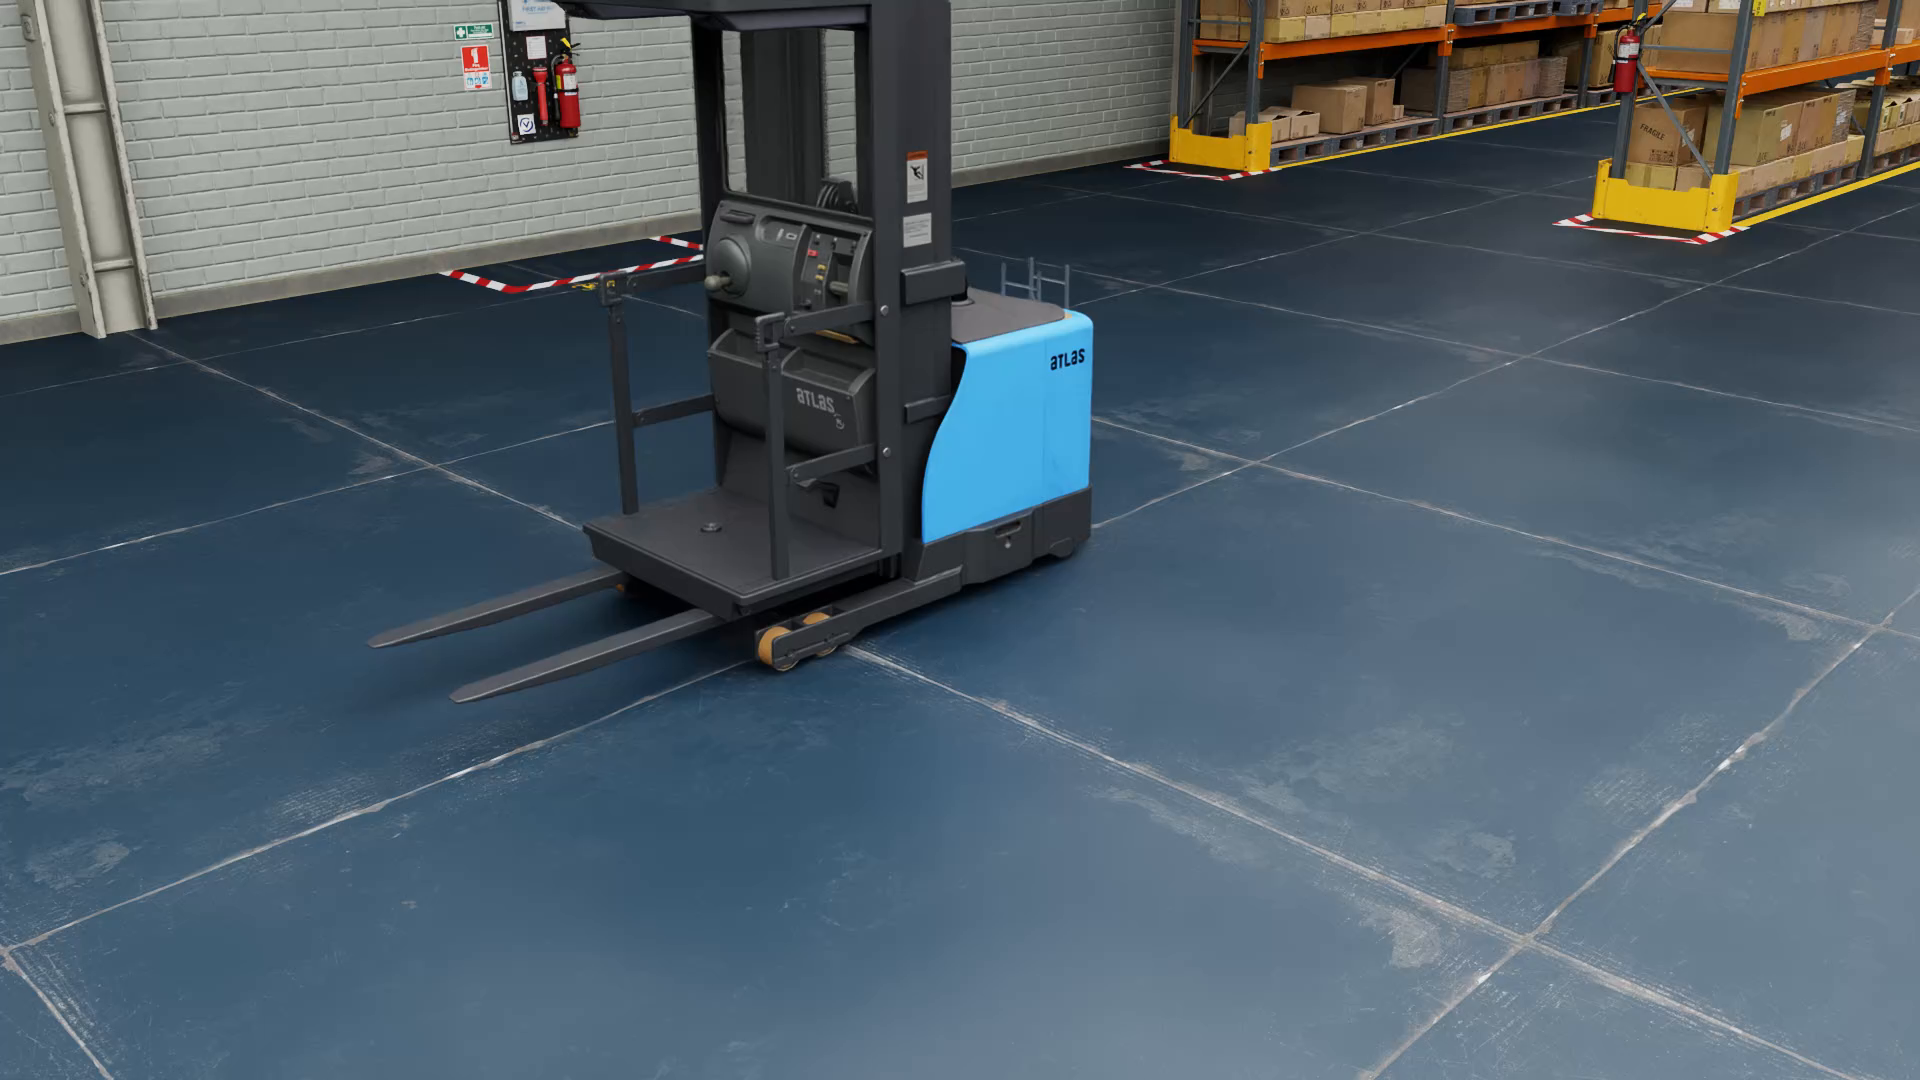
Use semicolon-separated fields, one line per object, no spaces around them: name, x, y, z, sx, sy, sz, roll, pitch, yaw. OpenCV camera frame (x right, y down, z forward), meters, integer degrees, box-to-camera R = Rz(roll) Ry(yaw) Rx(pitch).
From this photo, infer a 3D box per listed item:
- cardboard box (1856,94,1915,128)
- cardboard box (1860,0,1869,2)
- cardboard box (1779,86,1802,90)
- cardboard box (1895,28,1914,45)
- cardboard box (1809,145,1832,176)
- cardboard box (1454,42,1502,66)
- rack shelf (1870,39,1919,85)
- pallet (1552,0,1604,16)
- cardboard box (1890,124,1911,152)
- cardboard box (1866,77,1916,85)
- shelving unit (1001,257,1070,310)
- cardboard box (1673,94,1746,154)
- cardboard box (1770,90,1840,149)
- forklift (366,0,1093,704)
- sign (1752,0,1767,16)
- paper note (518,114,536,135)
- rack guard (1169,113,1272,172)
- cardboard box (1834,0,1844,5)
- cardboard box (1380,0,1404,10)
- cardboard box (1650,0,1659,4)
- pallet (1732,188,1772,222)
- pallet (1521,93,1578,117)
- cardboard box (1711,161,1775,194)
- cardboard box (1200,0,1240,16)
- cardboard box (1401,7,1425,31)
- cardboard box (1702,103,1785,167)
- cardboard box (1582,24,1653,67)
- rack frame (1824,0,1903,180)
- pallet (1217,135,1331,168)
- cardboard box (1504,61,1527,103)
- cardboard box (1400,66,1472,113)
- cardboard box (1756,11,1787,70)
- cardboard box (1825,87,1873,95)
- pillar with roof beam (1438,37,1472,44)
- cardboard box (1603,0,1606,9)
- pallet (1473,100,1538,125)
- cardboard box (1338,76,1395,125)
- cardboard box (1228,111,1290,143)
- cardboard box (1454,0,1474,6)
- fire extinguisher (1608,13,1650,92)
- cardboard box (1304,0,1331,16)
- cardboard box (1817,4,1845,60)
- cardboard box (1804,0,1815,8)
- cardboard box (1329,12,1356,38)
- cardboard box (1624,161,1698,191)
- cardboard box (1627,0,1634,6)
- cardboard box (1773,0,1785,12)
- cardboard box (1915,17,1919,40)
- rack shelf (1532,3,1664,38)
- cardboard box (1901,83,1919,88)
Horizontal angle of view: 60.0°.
cardboard box;9.958;-4.653;17.965;0.500;0.311;0.500;19;28;40
cardboard box;8.747;-5.402;16.406;0.380;0.149;0.250;18;28;39
cardboard box;8.247;-4.399;17.040;0.500;0.500;0.500;19;28;41
cardboard box;9.902;-5.367;17.707;0.380;0.149;0.250;19;28;41
cardboard box;8.277;-3.788;16.496;0.500;0.250;0.500;19;28;41
cardboard box;6.753;-6.377;21.810;0.500;0.250;0.500;18;28;39
rack shelf;10.533;-5.486;18.669;1.077;0.370;4.000;19;28;41
pallet;7.956;-7.275;22.589;1.213;0.211;1.003;19;28;41
cardboard box;9.954;-4.393;18.069;0.500;0.250;0.500;-19;28;-41
cardboard box;10.992;-5.312;19.679;0.500;0.311;0.500;18;28;39
shelving unit;0.338;-0.675;7.658;0.189;1.200;0.258;-19;28;-41
cardboard box;7.195;-4.015;16.041;0.500;0.500;0.500;19;28;41
cardboard box;8.268;-4.141;16.369;0.500;0.500;0.500;19;28;41
forklift;-0.824;-1.082;6.303;3.031;2.935;1.130;-19;28;-41
sign;6.741;-4.580;13.992;0.100;0.325;0.005;19;28;41
paper note;-3.446;-3.307;13.226;0.016;0.148;0.142;19;28;41
rack guard;2.849;-4.371;18.249;1.175;0.500;0.348;19;28;41
cardboard box;8.215;-5.207;15.898;0.250;0.149;0.380;-19;28;-41
cardboard box;4.775;-6.380;19.129;0.500;0.500;0.500;18;28;39
cardboard box;10.023;-7.956;24.415;0.250;0.149;0.380;-19;28;-40
pallet;6.851;-3.185;15.566;1.003;0.211;1.213;19;28;41
pallet;7.830;-6.072;23.079;1.003;0.211;1.213;19;28;41
cardboard box;7.227;-3.403;15.495;0.500;0.250;0.500;19;28;41
cardboard box;2.972;-5.982;18.093;0.500;0.500;0.500;19;28;40
cardboard box;5.119;-6.162;19.607;0.500;0.250;0.500;19;28;41
cardboard box;7.228;-3.753;15.360;0.500;0.500;0.500;19;28;41
cardboard box;9.599;-7.147;24.399;0.750;0.750;0.750;19;28;40
rack frame;9.138;-5.307;17.202;1.000;3.000;0.127;19;28;41
pallet;3.441;-4.436;18.821;1.003;0.211;1.213;19;28;41
cardboard box;7.143;-6.177;22.335;0.700;0.500;0.500;19;28;40
cardboard box;6.088;-5.778;21.298;0.500;0.500;0.700;-19;28;-40
cardboard box;7.045;-4.579;15.167;0.500;0.500;0.700;-19;28;-41
cardboard box;9.923;-4.921;18.661;0.500;0.311;0.500;19;28;40
pillar with roof beam;9.934;-9.180;18.915;9.100;9.000;0.400;19;28;41
cardboard box;8.772;-7.493;23.211;0.380;0.149;0.250;19;28;40
pallet;6.979;-5.760;22.267;1.003;0.211;1.213;19;28;41
cardboard box;4.891;-5.308;20.075;0.500;0.500;0.500;17;27;37
cardboard box;3.343;-4.624;18.558;0.500;0.311;0.500;15;26;35
cardboard box;5.965;-6.921;20.647;0.700;0.500;0.500;19;28;41
fire extinguisher;5.932;-4.329;14.764;0.296;0.674;0.183;19;28;41
cardboard box;3.696;-5.979;18.086;0.500;0.500;0.500;19;28;41
cardboard box;8.117;-4.973;16.193;0.500;0.500;0.700;-20;28;-41
cardboard box;7.672;-5.007;15.377;0.380;0.149;0.250;19;28;40
cardboard box;4.075;-5.770;18.586;0.500;0.250;0.500;19;28;40
cardboard box;6.510;-3.404;15.496;0.500;0.250;0.500;19;28;41
cardboard box;9.462;-7.767;23.924;0.250;0.149;0.380;-19;28;-41
cardboard box;7.133;-4.808;14.859;0.380;0.149;0.250;19;28;41
cardboard box;10.402;-5.812;18.374;0.500;0.500;0.500;19;28;41
rack shelf;9.772;-7.753;24.567;1.077;0.370;4.000;19;28;41
cardboard box;11.027;-5.049;18.996;0.500;0.311;0.500;19;28;40
